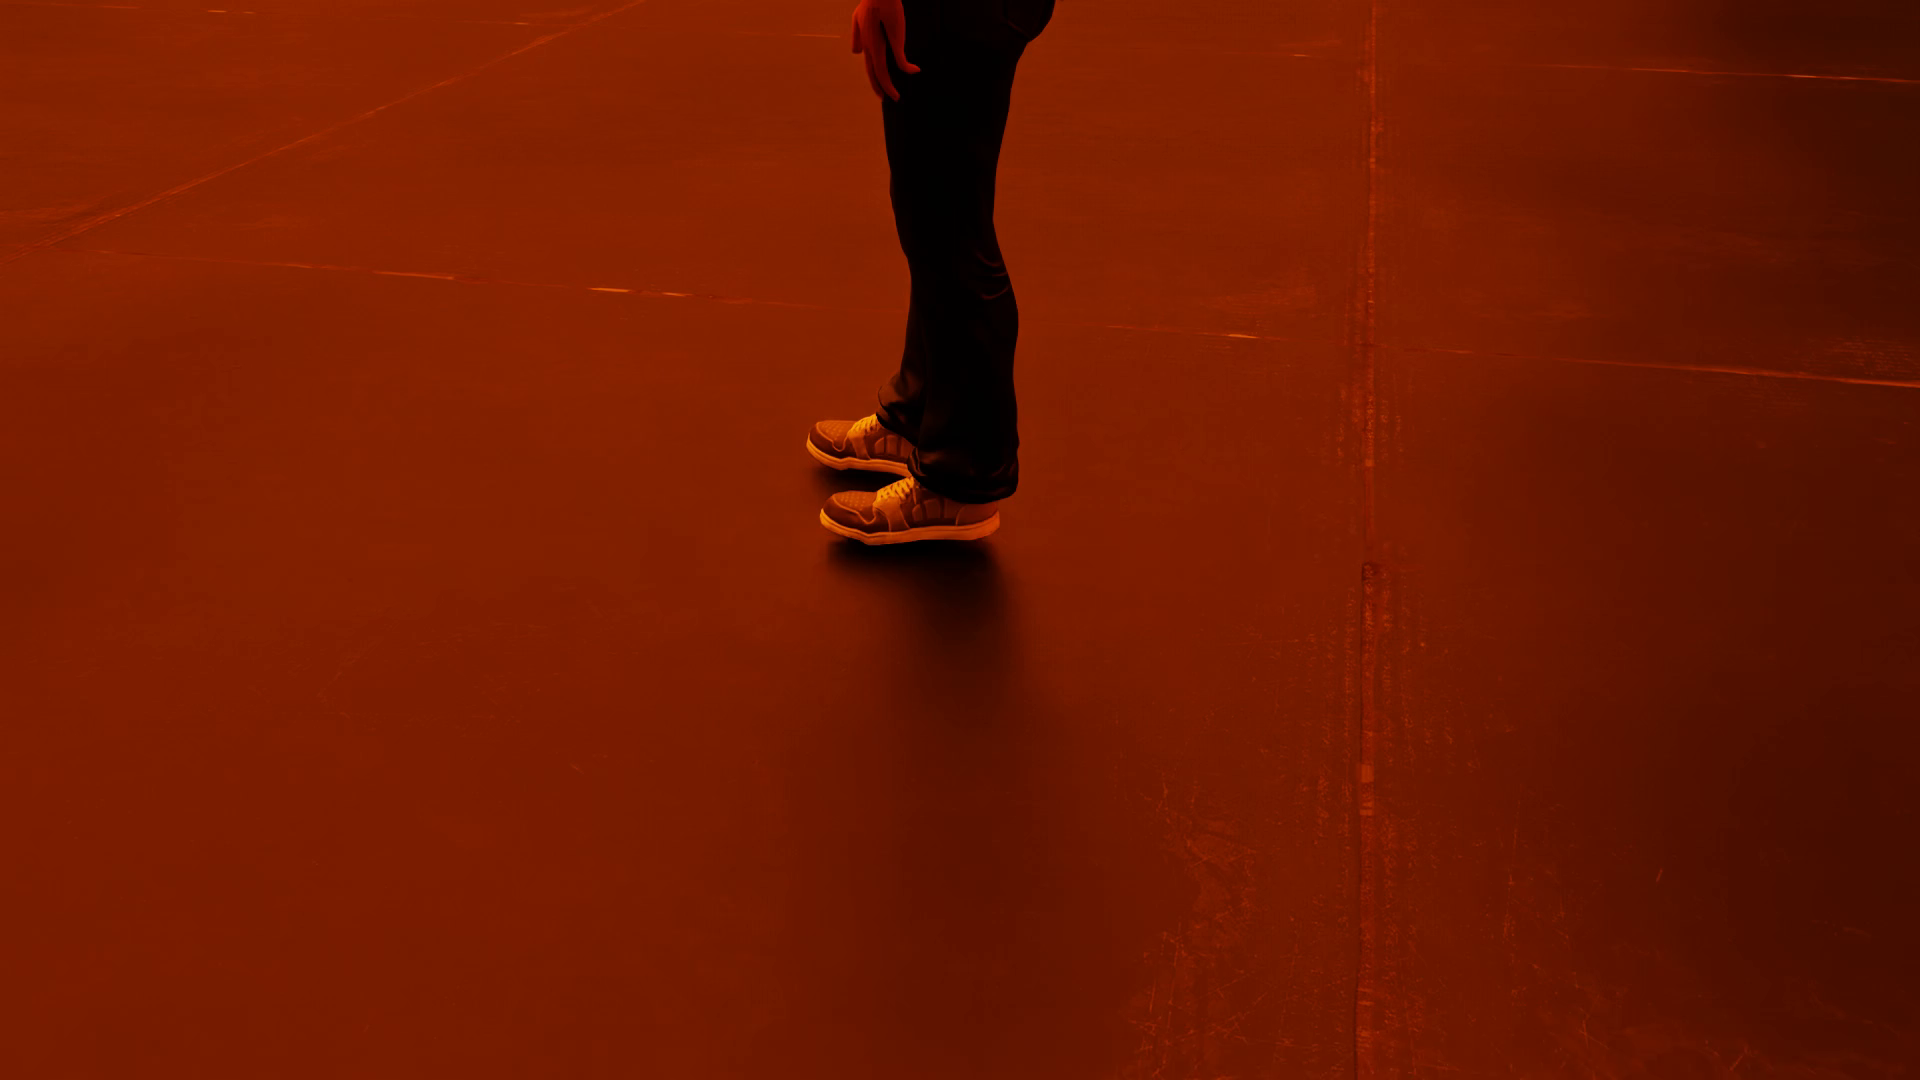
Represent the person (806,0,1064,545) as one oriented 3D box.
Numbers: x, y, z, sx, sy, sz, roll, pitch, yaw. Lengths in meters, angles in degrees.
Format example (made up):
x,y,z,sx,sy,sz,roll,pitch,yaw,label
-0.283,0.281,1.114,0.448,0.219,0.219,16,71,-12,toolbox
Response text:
x,y,z,sx,sy,sz,roll,pitch,yaw,label
-0.070,-0.734,2.164,0.473,1.599,0.520,6,27,11,person
